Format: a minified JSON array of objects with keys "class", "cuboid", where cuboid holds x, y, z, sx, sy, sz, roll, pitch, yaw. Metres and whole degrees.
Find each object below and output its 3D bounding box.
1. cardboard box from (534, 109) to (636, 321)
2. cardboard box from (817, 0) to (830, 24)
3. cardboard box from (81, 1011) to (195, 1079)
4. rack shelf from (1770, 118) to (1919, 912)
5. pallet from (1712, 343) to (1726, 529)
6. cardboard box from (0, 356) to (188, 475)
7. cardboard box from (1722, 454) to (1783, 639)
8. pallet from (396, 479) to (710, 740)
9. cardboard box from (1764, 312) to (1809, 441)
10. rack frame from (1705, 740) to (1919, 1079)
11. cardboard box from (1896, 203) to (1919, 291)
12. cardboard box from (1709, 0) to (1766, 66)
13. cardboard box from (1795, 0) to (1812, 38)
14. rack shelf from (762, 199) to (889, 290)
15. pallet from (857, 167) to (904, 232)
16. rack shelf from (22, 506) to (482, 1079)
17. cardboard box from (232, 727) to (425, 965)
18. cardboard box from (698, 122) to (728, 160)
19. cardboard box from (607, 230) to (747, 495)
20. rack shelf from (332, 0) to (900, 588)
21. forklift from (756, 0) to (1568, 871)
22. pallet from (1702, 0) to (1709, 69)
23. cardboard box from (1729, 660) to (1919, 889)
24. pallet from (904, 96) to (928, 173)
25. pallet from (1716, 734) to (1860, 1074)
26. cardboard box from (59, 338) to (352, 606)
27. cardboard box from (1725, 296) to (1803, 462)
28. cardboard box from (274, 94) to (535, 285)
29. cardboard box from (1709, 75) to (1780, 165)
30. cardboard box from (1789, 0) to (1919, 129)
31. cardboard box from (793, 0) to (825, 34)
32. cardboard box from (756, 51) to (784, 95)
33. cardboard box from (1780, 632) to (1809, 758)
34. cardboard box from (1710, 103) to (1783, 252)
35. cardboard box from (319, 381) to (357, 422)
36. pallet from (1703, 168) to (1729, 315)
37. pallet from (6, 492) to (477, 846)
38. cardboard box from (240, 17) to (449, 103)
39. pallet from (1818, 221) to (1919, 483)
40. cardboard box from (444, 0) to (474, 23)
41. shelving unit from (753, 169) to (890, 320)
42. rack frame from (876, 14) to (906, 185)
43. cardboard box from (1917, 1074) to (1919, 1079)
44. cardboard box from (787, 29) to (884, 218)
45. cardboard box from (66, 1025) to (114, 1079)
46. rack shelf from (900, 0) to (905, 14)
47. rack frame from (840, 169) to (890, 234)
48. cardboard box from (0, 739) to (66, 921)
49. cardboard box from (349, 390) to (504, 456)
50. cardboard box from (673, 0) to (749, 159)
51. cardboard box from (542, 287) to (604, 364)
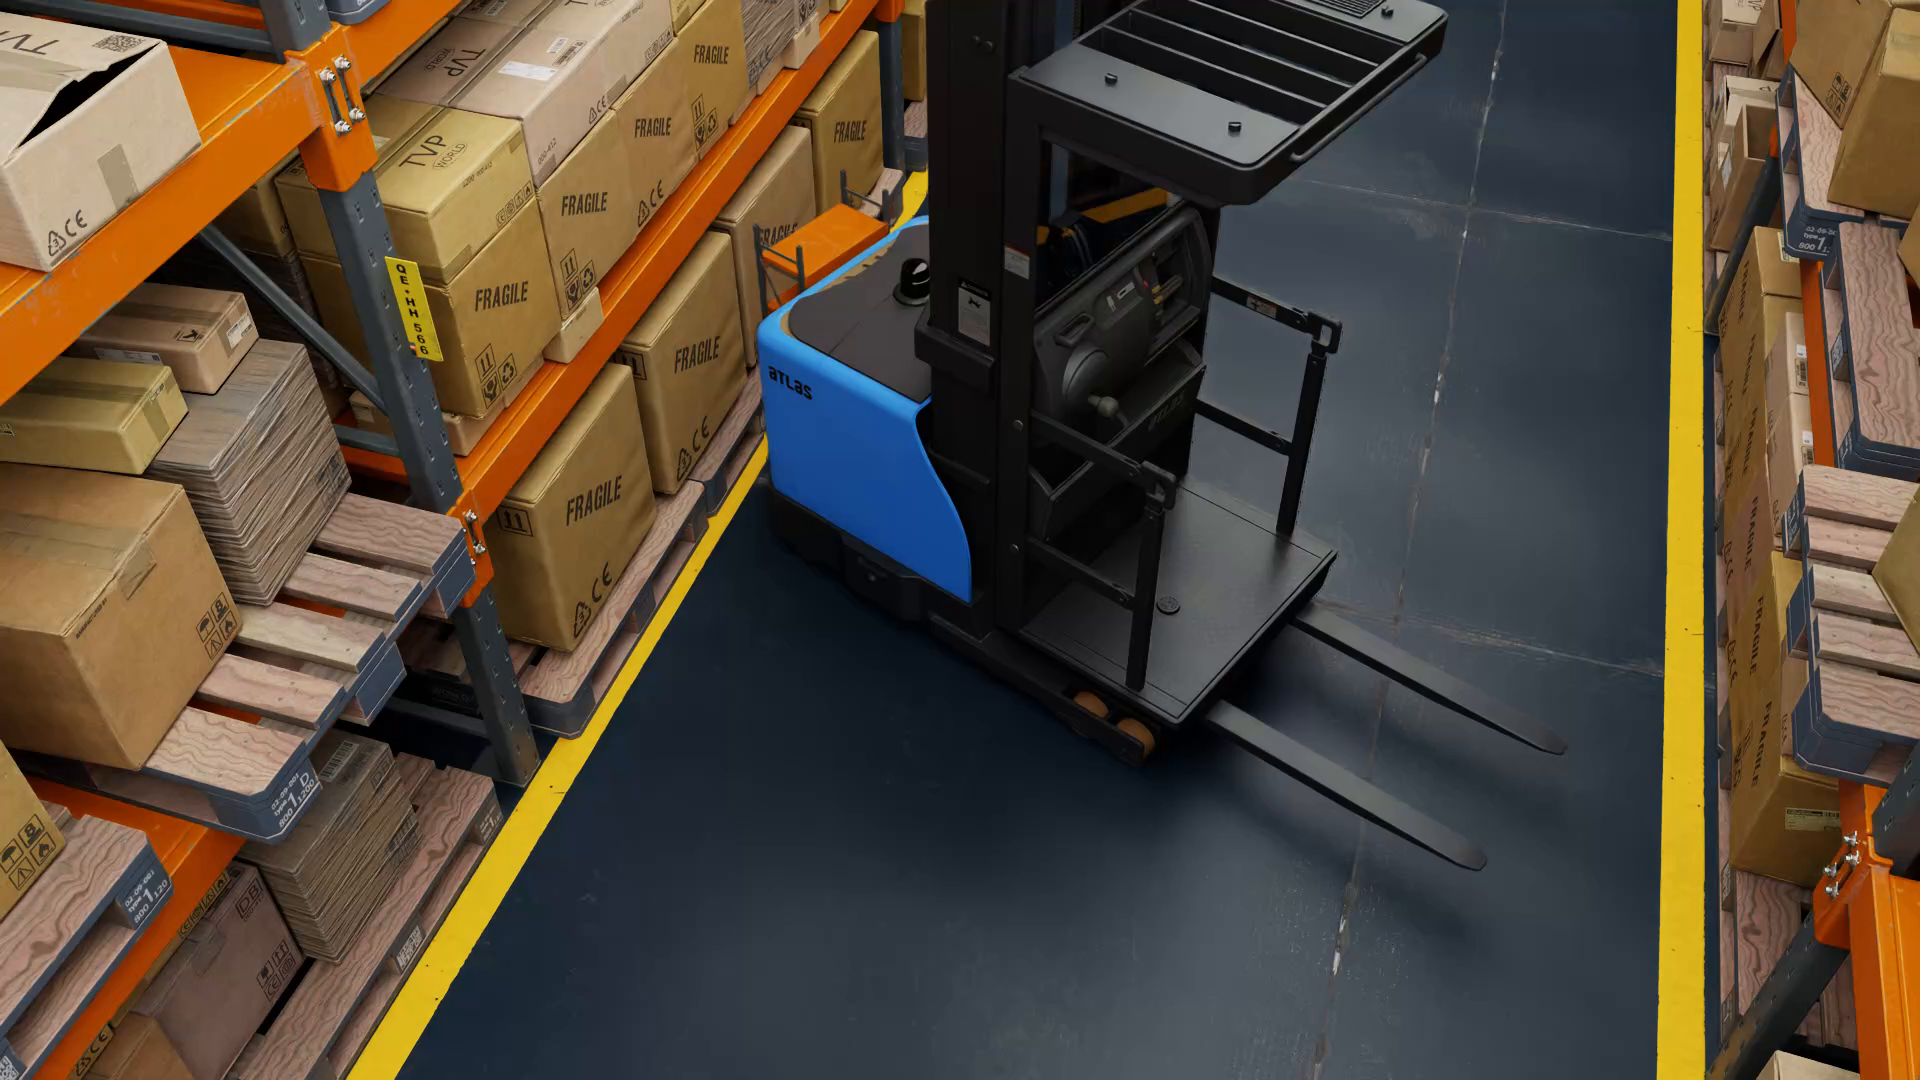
[{"class":"cardboard box","cuboid":[-1.429,-1.106,5.437,0.500,0.500,0.500,14,46,14]},{"class":"cardboard box","cuboid":[-0.784,-2.302,7.123,0.380,0.149,0.250,14,46,14]},{"class":"cardboard box","cuboid":[-2.546,1.543,4.501,0.700,0.500,0.500,12,46,12]},{"class":"rack shelf","cuboid":[3.341,-0.369,5.497,1.077,0.370,4.000,13,46,13]},{"class":"pallet","cuboid":[3.736,-0.413,7.021,1.003,0.211,1.213,13,46,13]},{"class":"cardboard box","cuboid":[-2.146,-0.311,4.073,0.380,0.149,0.250,6,45,6]},{"class":"cardboard box","cuboid":[3.105,0.074,6.002,0.500,0.500,0.500,11,45,11]},{"class":"pallet","cuboid":[-1.677,0.147,6.449,1.003,0.211,1.213,13,46,13]},{"class":"cardboard box","cuboid":[3.265,-0.554,6.108,0.500,0.250,0.500,13,46,13]},{"class":"rack frame","cuboid":[2.735,0.707,3.883,1.000,3.000,0.127,13,46,13]},{"class":"cardboard box","cuboid":[3.470,-0.955,5.209,0.700,0.500,0.500,2,44,2]},{"class":"cardboard box","cuboid":[4.420,-2.831,9.150,0.500,0.250,0.500,13,46,13]},{"class":"cardboard box","cuboid":[3.853,-2.383,6.969,0.500,0.500,0.500,13,46,13]},{"class":"rack shelf","cuboid":[-0.527,-1.118,6.473,0.258,0.148,0.480,29,52,27]},{"class":"pallet","cuboid":[-0.938,-1.479,8.111,1.003,0.211,1.213,13,46,13]},{"class":"rack shelf","cuboid":[-2.593,1.250,3.842,1.077,0.370,4.000,13,46,13]},{"class":"cardboard box","cuboid":[-2.155,0.887,5.171,0.700,0.500,0.500,13,46,13]},{"class":"cardboard box","cuboid":[-1.126,-1.626,6.432,0.380,0.149,0.250,14,46,14]},{"class":"cardboard box","cuboid":[-1.368,-0.767,6.625,0.750,0.750,0.750,12,46,12]},{"class":"rack shelf","cuboid":[-1.381,-1.416,6.567,1.077,0.370,4.000,13,46,13]},{"class":"forklift","cuboid":[0.706,-0.672,5.341,3.031,2.935,1.130,30,52,27]},{"class":"pallet","cuboid":[4.894,-3.047,9.713,1.003,0.211,1.213,13,46,13]},{"class":"cardboard box","cuboid":[2.795,0.770,5.291,0.500,0.500,0.500,14,46,14]},{"class":"pallet","cuboid":[-0.471,-2.500,9.154,1.003,0.211,1.213,13,46,13]},{"class":"pallet","cuboid":[2.997,1.214,5.359,1.003,0.211,1.213,13,46,13]},{"class":"cardboard box","cuboid":[-2.120,-0.217,4.441,0.700,0.500,0.500,8,45,8]},{"class":"cardboard box","cuboid":[3.417,-0.594,6.686,0.500,0.500,0.500,13,46,13]},{"class":"cardboard box","cuboid":[-1.595,-1.024,4.817,0.500,0.250,0.500,14,46,13]},{"class":"cardboard box","cuboid":[4.076,-2.095,8.355,0.500,0.311,0.500,13,46,13]},{"class":"cardboard box","cuboid":[3.590,-1.877,6.152,0.700,0.500,0.500,-1,44,-1]},{"class":"cardboard box","cuboid":[-0.820,-2.452,6.813,0.500,0.500,0.500,13,46,13]},{"class":"cardboard box","cuboid":[-0.945,-1.964,6.778,0.380,0.149,0.250,13,46,13]},{"class":"cardboard box","cuboid":[2.808,0.463,5.068,0.500,0.250,0.500,14,46,14]},{"class":"cardboard box","cuboid":[3.849,-1.663,7.778,0.500,0.500,0.500,13,46,13]},{"class":"cardboard box","cuboid":[-2.133,-0.529,5.311,0.380,0.149,0.250,13,46,13]},{"class":"pallet","cuboid":[4.155,-1.420,8.051,1.003,0.211,1.213,13,46,13]},{"class":"pallet","cuboid":[-2.101,0.226,4.511,1.213,0.211,1.003,13,46,13]},{"class":"cardboard box","cuboid":[-1.937,-1.459,5.261,0.500,0.250,0.500,11,45,11]},{"class":"pallet","cuboid":[3.320,-0.522,5.276,1.003,0.211,1.213,13,46,13]},{"class":"cardboard box","cuboid":[-1.778,-1.800,5.610,0.500,0.250,0.500,11,46,11]},{"class":"shelving unit","cuboid":[-0.526,-0.837,6.747,0.258,1.200,0.503,29,52,27]},{"class":"rack frame","cuboid":[-0.776,-3.006,7.677,1.000,3.000,0.127,13,46,13]},{"class":"cardboard box","cuboid":[2.280,1.294,3.347,0.500,0.311,0.500,12,46,12]},{"class":"cardboard box","cuboid":[-0.849,-1.927,7.811,0.750,0.750,0.750,13,46,13]},{"class":"cardboard box","cuboid":[-2.539,1.330,4.183,0.500,0.250,0.500,12,46,12]},{"class":"rack shelf","cuboid":[-0.170,-4.082,9.291,1.077,0.370,4.000,13,46,13]},{"class":"rack frame","cuboid":[-0.373,-0.970,6.883,0.240,1.200,0.015,29,52,27]},{"class":"cardboard box","cuboid":[-2.476,0.618,3.588,0.700,0.500,0.500,13,46,13]},{"class":"cardboard box","cuboid":[-1.667,-0.428,5.208,0.380,0.149,0.250,12,46,12]},{"class":"cardboard box","cuboid":[-1.127,-1.785,6.131,0.500,0.500,0.500,14,46,14]},{"class":"cardboard box","cuboid":[-1.421,-0.753,5.540,0.380,0.149,0.250,14,46,14]}]
